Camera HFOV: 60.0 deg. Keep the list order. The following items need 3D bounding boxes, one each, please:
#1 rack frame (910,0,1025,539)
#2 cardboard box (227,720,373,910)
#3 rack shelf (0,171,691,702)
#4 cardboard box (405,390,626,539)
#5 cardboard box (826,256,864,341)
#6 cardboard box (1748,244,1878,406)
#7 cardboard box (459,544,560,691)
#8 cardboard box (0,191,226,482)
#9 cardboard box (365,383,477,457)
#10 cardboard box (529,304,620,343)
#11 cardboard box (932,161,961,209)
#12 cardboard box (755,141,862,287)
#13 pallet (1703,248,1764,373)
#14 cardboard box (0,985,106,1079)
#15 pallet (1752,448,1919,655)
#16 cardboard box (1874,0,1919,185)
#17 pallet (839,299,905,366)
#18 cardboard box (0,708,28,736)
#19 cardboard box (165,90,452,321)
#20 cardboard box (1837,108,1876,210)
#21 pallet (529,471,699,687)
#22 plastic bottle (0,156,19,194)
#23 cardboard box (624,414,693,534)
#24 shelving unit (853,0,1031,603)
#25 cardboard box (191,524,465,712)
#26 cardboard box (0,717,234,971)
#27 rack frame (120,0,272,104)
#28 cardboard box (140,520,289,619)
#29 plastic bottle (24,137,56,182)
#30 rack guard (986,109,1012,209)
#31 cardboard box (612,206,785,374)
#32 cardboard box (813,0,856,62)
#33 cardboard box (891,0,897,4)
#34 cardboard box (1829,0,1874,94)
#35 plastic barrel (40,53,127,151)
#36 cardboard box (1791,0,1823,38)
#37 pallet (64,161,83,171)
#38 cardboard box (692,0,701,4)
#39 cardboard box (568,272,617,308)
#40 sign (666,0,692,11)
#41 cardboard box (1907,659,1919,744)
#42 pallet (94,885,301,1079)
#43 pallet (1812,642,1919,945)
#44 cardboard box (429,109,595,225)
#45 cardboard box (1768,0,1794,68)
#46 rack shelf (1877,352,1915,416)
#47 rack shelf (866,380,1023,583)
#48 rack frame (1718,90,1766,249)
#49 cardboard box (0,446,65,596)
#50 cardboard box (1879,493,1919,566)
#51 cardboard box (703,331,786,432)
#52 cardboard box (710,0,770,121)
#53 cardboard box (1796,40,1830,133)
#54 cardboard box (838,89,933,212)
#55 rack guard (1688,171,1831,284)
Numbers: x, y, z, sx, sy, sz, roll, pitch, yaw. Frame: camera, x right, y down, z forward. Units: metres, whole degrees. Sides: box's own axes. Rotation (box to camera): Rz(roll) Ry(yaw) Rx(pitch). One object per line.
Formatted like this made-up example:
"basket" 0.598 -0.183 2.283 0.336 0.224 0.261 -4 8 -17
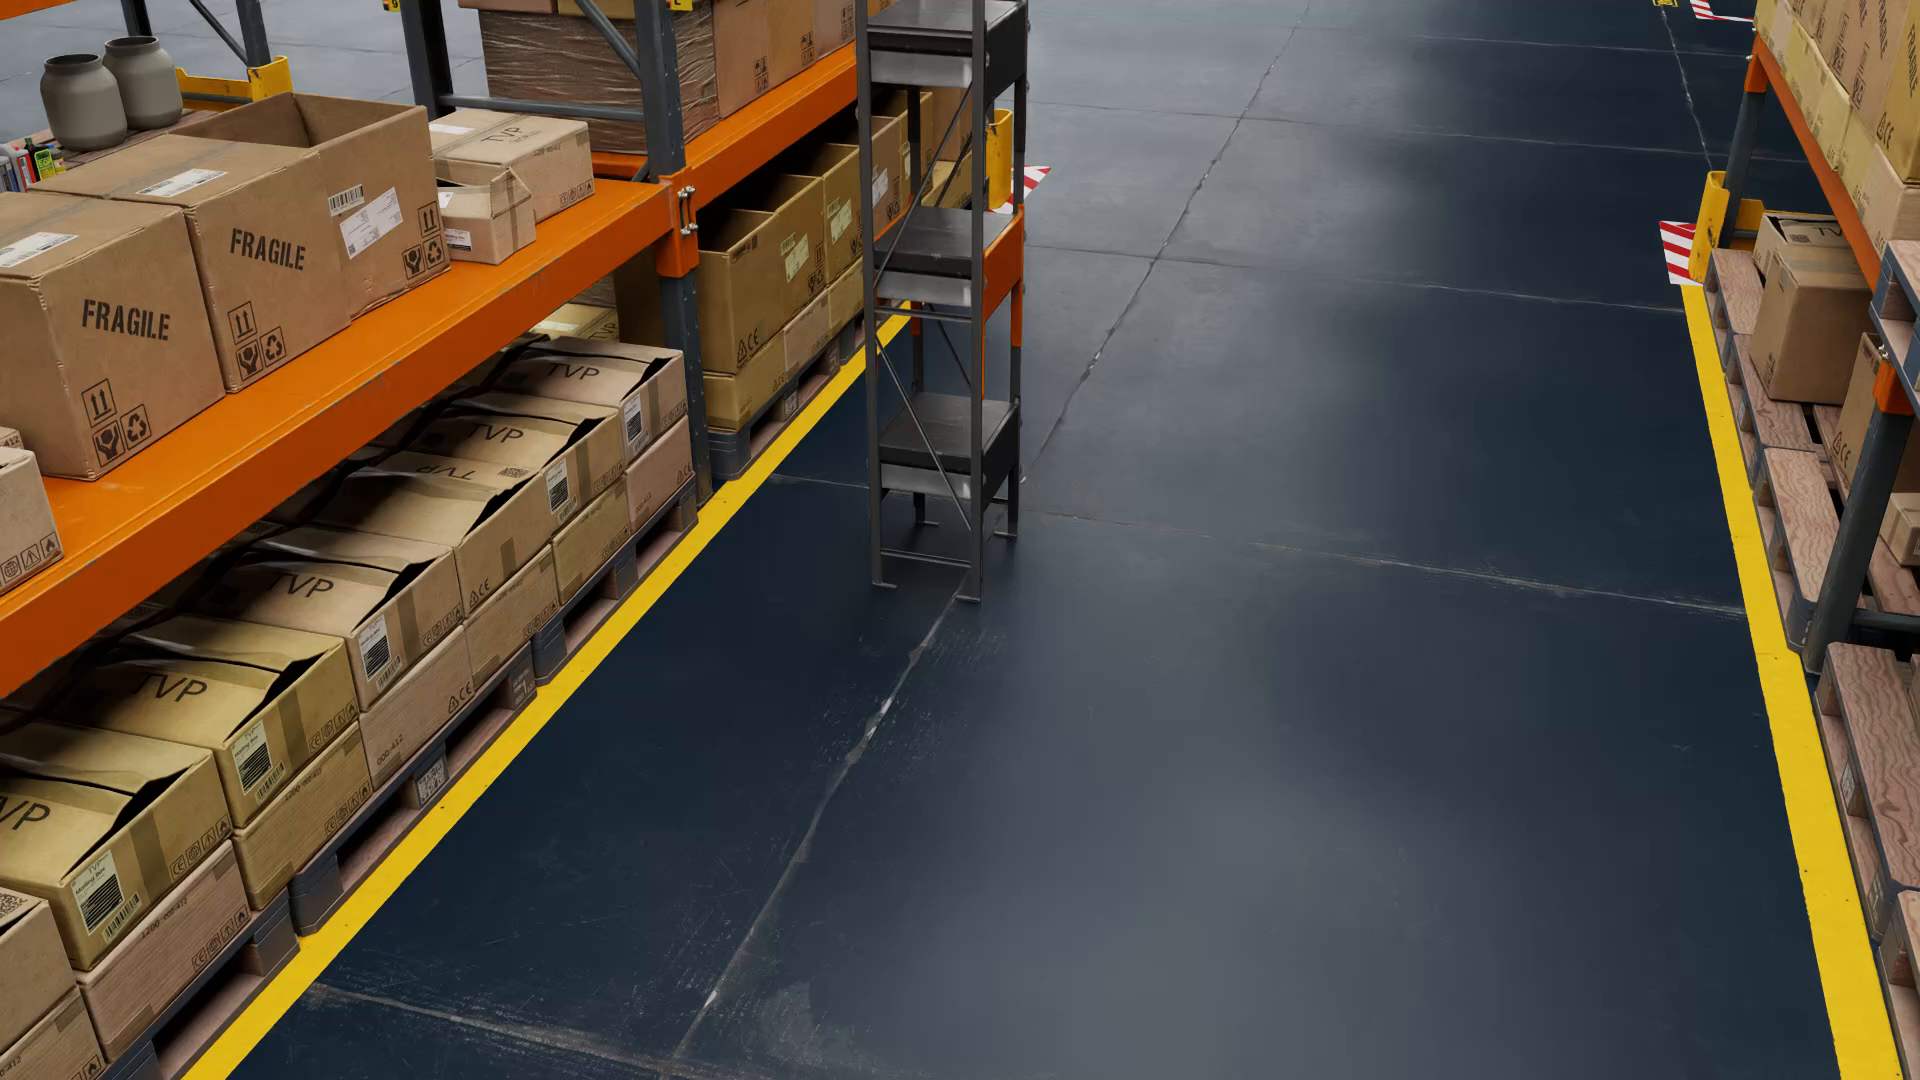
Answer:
"rack frame" 0.023 -0.954 5.805 0.400 2.100 0.015 8 30 15
"cardboard box" -1.915 0.671 4.355 0.500 0.250 0.500 8 30 14
"rack shelf" -2.056 -0.285 4.416 1.077 0.370 4.000 8 30 15
"cardboard box" -1.460 -0.284 5.494 0.500 0.311 0.500 9 30 16
"cardboard box" -0.740 -1.146 7.621 0.500 0.250 0.500 8 30 15
"cardboard box" 3.722 -0.875 6.856 0.700 0.500 0.500 7 30 12
"cardboard box" -1.613 0.196 5.208 0.500 0.250 0.500 9 30 16
"cardboard box" -2.166 -0.495 3.952 0.500 0.500 0.500 7 30 12
"cardboard box" -1.980 -0.367 5.644 0.500 0.311 0.500 8 30 14
"cardboard box" -1.542 -0.757 6.922 0.500 0.250 0.500 8 30 15
"cardboard box" -0.305 -1.844 8.876 0.500 0.250 0.500 8 30 15
"cardboard box" -0.740 -1.474 7.439 0.500 0.500 0.500 8 30 15
"pallet" 4.147 -1.056 7.931 1.003 0.211 1.213 8 30 15
"cardboard box" -2.209 1.147 3.499 0.500 0.250 0.500 8 30 15
"pallet" 3.431 0.078 5.893 1.003 0.211 1.213 8 30 15
"cardboard box" 3.111 -1.358 4.968 0.500 0.500 0.500 8 30 15
"pallet" -0.839 -1.242 8.266 1.003 0.211 1.213 8 30 15
"cardboard box" -2.578 0.582 3.937 0.500 0.311 0.500 8 30 14
"cardboard box" -1.865 -0.973 4.810 0.500 0.500 0.500 11 31 18
"cardboard box" 3.271 -1.260 5.564 0.500 0.250 0.500 9 30 15
"pallet" -1.648 0.038 5.965 1.003 0.211 1.213 8 30 15
"plastic bottle" -5.290 -2.004 9.117 0.152 0.276 0.135 8 30 13
"cardboard box" -1.314 -0.276 6.058 0.500 0.250 0.500 8 30 14
"shelving unit" -0.049 -0.841 5.601 0.431 2.100 0.503 8 30 15
"cardboard box" -1.760 0.181 4.659 0.500 0.311 0.500 8 30 14
"cardboard box" -2.062 0.657 3.804 0.500 0.311 0.500 8 30 14
"rack frame" -5.029 -4.096 10.527 1.000 3.000 0.127 8 30 15
"cardboard box" -2.278 0.116 4.776 0.500 0.311 0.500 9 30 16
"plastic bottle" -5.166 -2.128 9.332 0.061 0.283 0.133 9 30 16
"rack guard" -0.288 -2.306 9.882 1.175 0.500 0.348 8 30 15
"cardboard box" -1.033 -1.009 6.603 0.500 0.500 0.500 8 30 15
"cardboard box" -0.896 -2.496 7.549 0.700 0.500 0.500 9 30 16
"cardboard box" -0.594 -2.971 8.403 0.700 0.500 0.500 9 30 16
"cardboard box" 3.410 -1.823 5.805 0.500 0.500 0.500 8 30 13
"plastic barrel" -5.296 -2.643 10.042 0.421 0.512 0.421 0 29 0
"cardboard box" 3.702 -2.307 6.674 0.500 0.500 0.500 8 30 13
"pallet" -5.610 -1.894 9.437 1.003 0.211 1.213 8 30 15
"cardboard box" -1.131 -2.070 6.115 0.380 0.149 0.250 9 30 16
"cardboard box" -1.384 -1.316 7.154 0.500 0.500 0.500 8 30 15
"sign" -0.947 -1.927 5.519 0.100 0.325 0.005 8 30 15
"cardboard box" 3.068 0.421 4.526 0.700 0.500 0.500 10 30 17
"pallet" -2.364 1.172 3.926 1.003 0.211 1.213 8 30 15
"pallet" 3.041 0.757 4.672 1.003 0.211 1.213 8 30 15
"cardboard box" -1.572 -1.228 5.526 0.500 0.250 0.500 10 31 18
"cardboard box" 3.856 -2.201 7.254 0.500 0.250 0.500 8 30 13
"rack shelf" 2.681 0.420 3.149 1.077 0.370 4.000 8 30 15
"rack shelf" -0.049 -0.217 5.948 0.431 0.518 0.480 8 30 15
"rack frame" 4.442 -2.682 7.986 1.000 3.000 0.127 8 30 15
"cardboard box" -2.195 -0.019 3.290 0.500 0.311 0.500 8 30 14
"cardboard box" 3.396 -0.030 5.681 0.380 0.166 0.250 5 29 8
"cardboard box" -1.043 -0.683 6.788 0.500 0.250 0.500 8 30 15
"cardboard box" -1.196 -2.025 6.703 0.700 0.500 0.500 8 30 14
"cardboard box" 3.551 -1.730 6.408 0.500 0.250 0.500 9 30 15
"cardboard box" -0.447 -1.939 8.274 0.500 0.500 0.500 8 30 15
"rack guard" 4.419 -1.555 8.530 1.175 0.500 0.348 8 30 15
